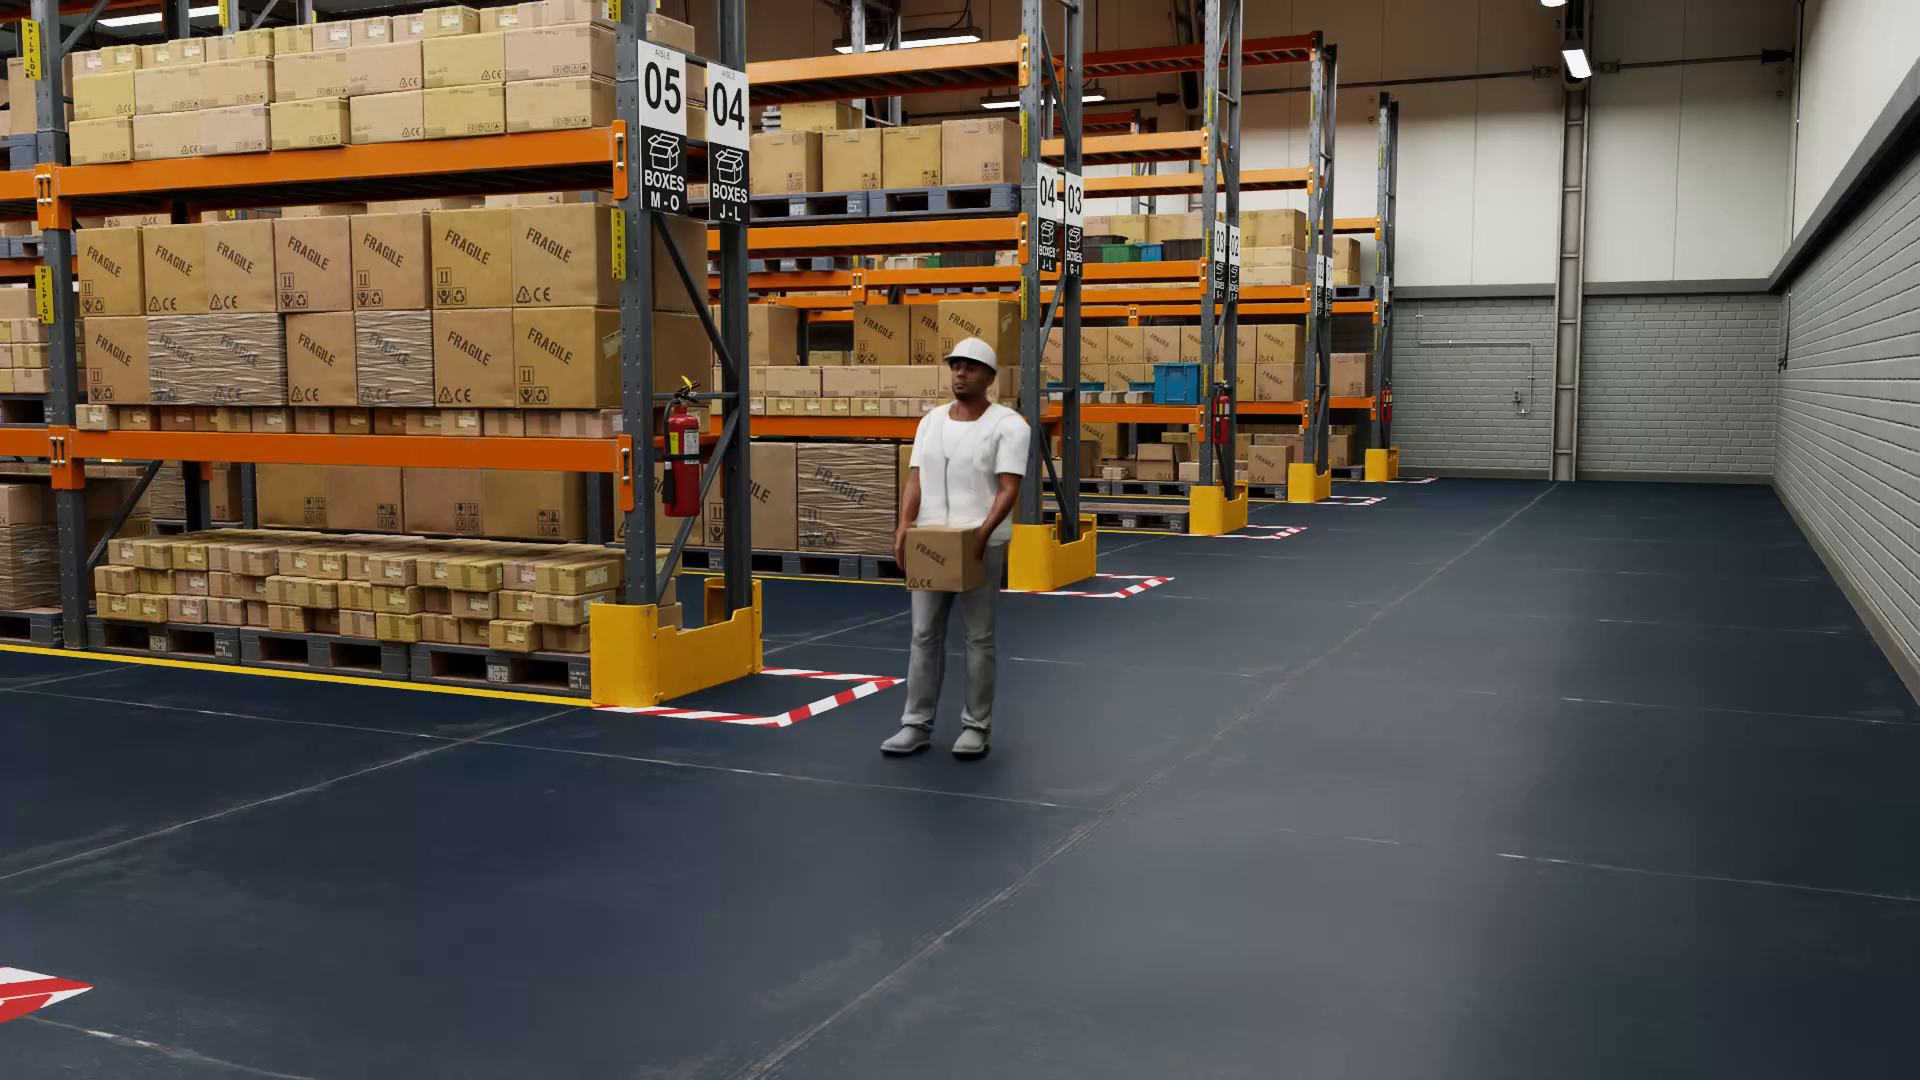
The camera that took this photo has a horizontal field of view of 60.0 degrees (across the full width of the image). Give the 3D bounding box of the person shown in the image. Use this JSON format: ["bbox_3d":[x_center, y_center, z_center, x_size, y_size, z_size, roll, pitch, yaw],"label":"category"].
[{"bbox_3d":[-0.008,0.027,7.085,0.559,1.771,0.515,3,6,27],"label":"person"}]
